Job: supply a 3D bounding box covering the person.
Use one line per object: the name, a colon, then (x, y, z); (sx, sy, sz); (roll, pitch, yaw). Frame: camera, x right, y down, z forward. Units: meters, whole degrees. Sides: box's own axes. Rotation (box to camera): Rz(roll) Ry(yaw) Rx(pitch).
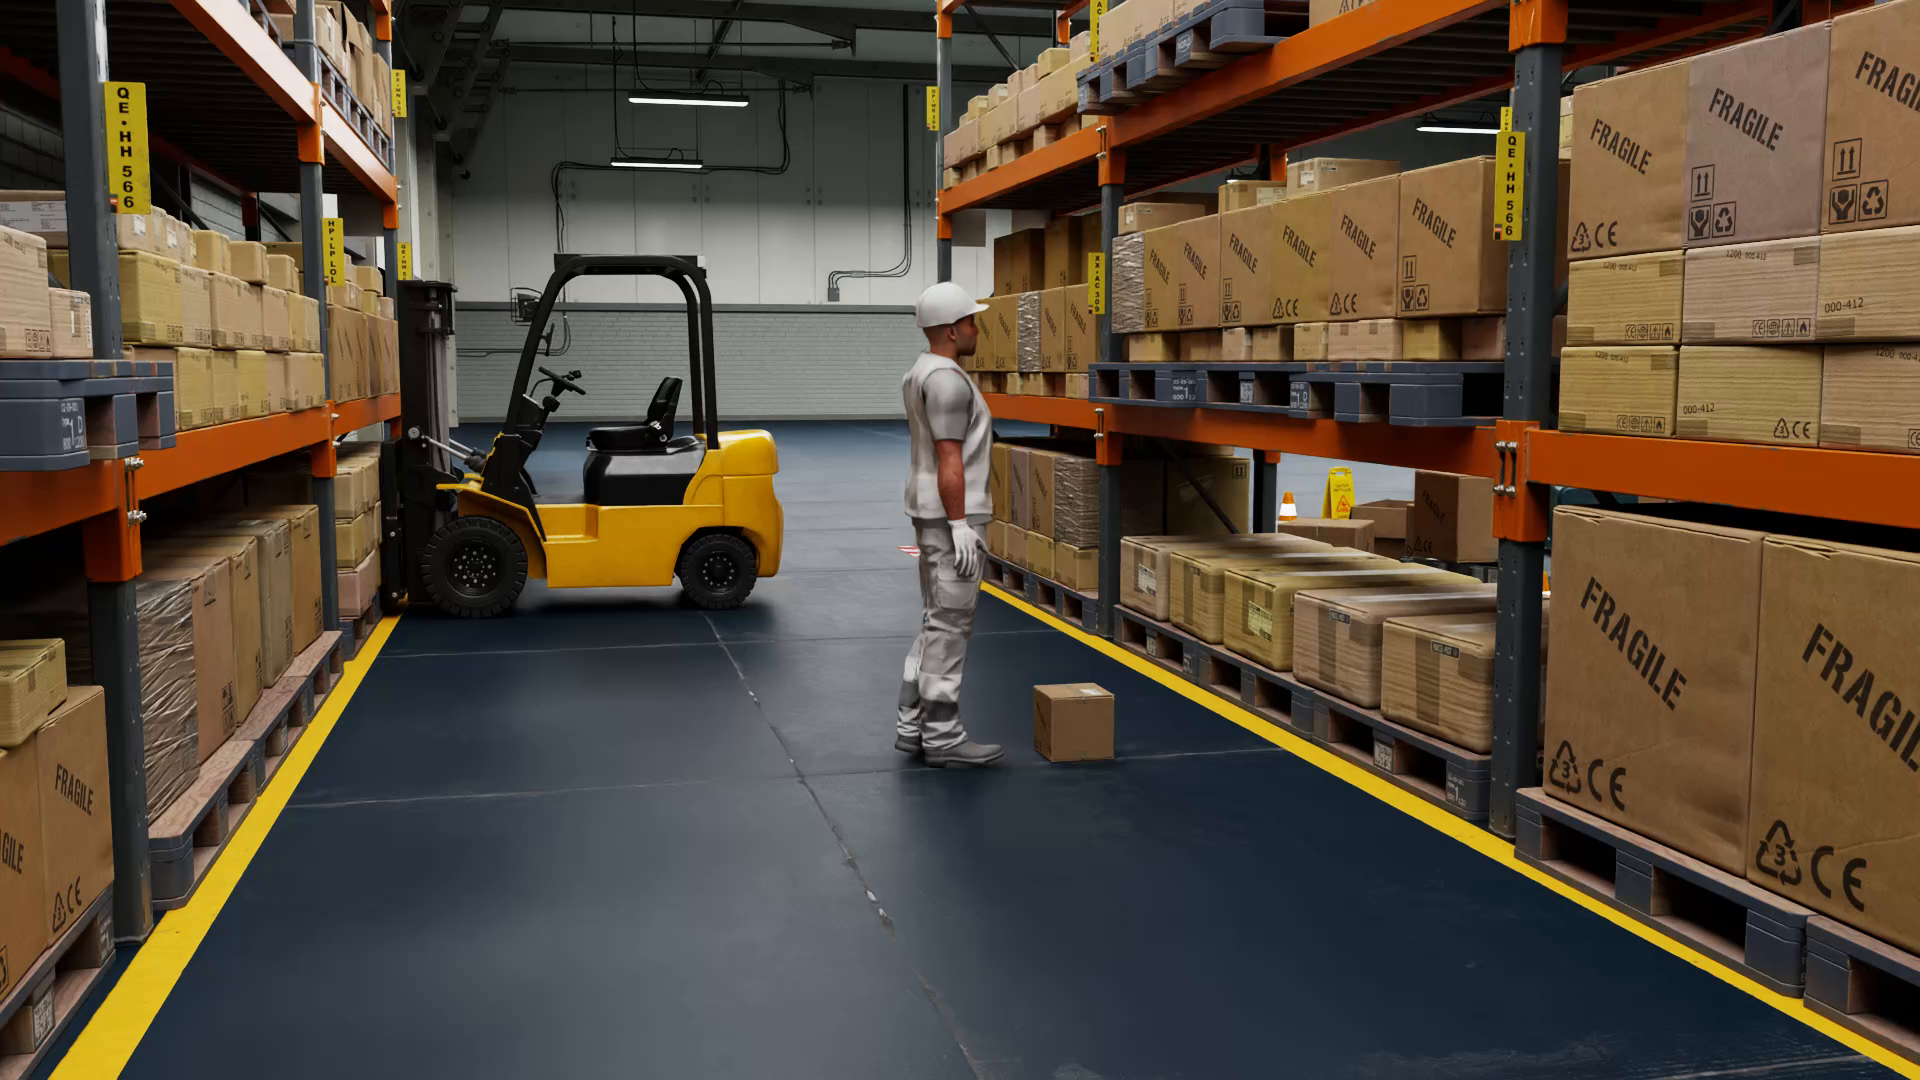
person: (-0.045, -0.052, 6.240); (0.382, 1.808, 0.546); (-1, 6, -12)
